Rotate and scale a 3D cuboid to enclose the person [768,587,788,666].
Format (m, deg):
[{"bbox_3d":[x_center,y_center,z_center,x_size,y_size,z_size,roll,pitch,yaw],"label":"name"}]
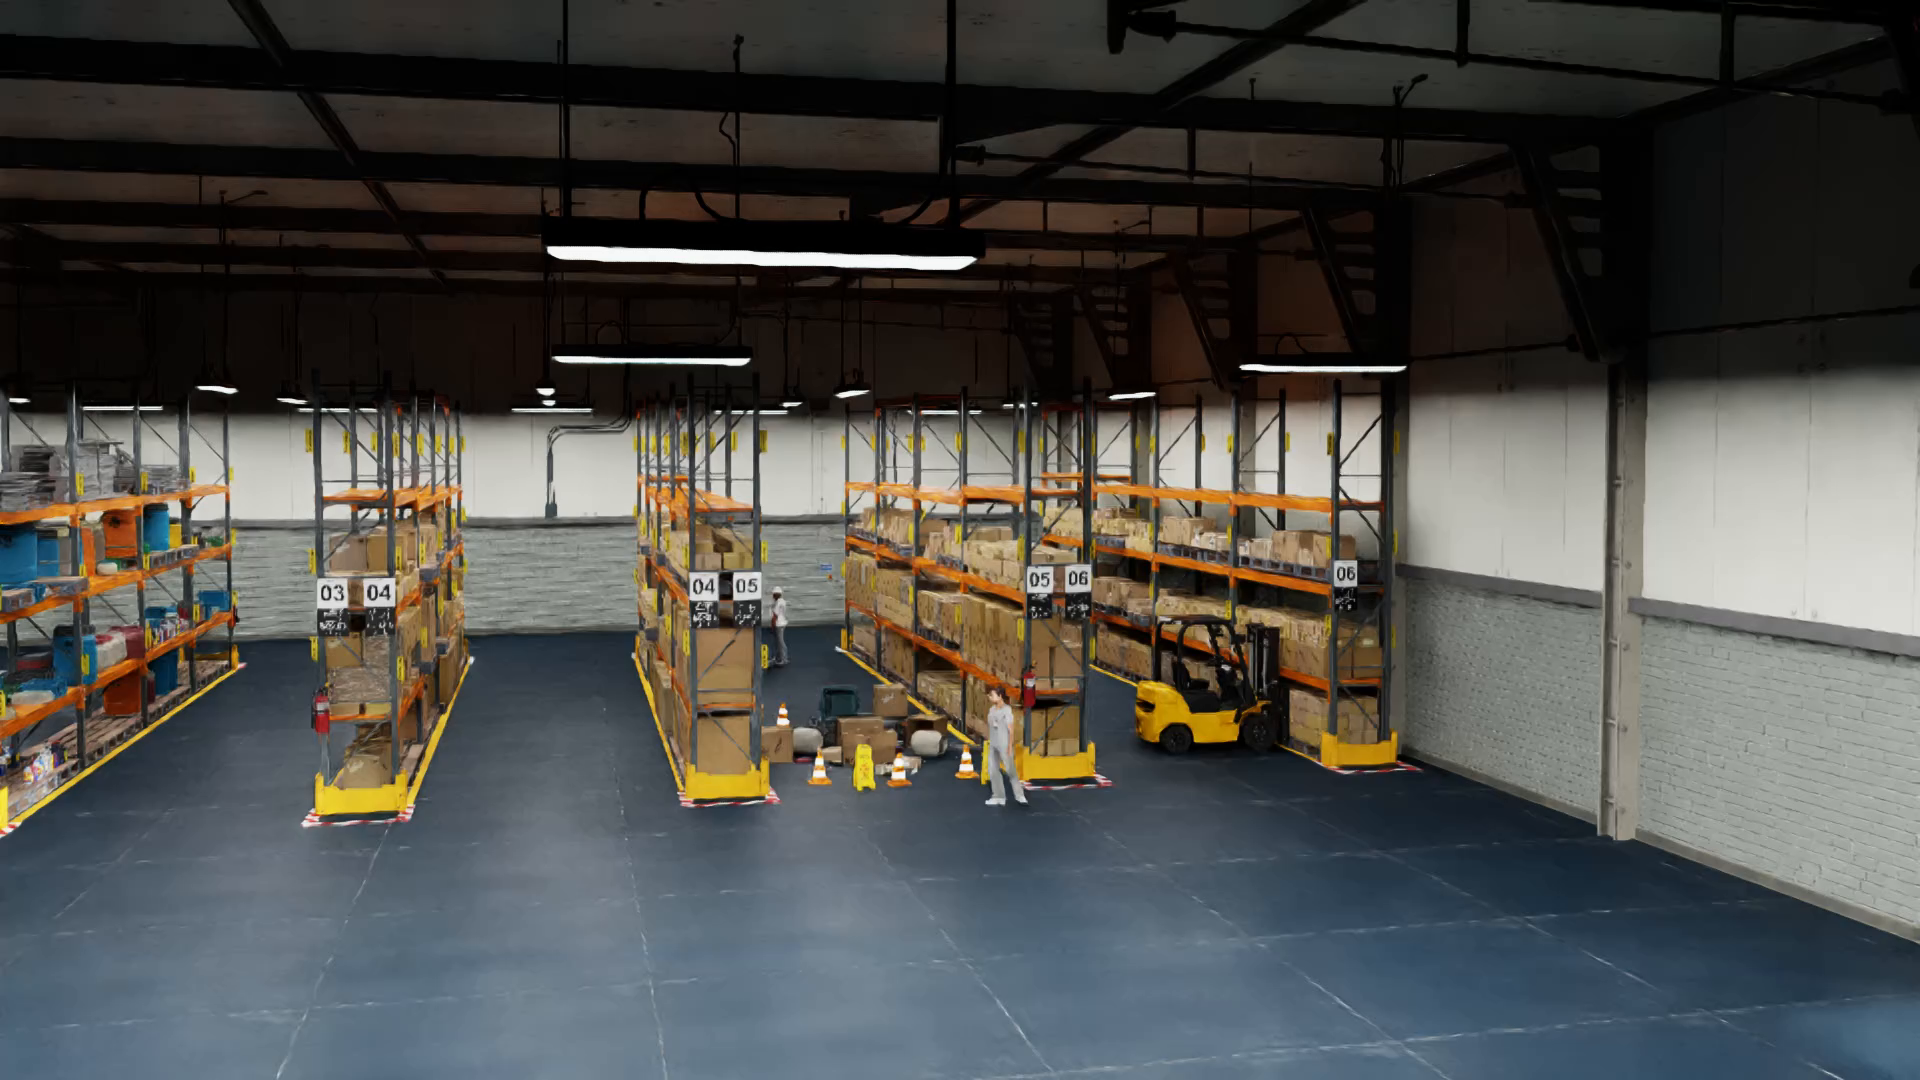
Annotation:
[{"bbox_3d":[-4.146,1.938,37.607,0.592,1.764,0.687,0,3,6],"label":"person"}]

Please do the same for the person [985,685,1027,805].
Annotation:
[{"bbox_3d":[0.632,2.843,23.130,0.543,1.664,0.567,-3,4,-41],"label":"person"}]
